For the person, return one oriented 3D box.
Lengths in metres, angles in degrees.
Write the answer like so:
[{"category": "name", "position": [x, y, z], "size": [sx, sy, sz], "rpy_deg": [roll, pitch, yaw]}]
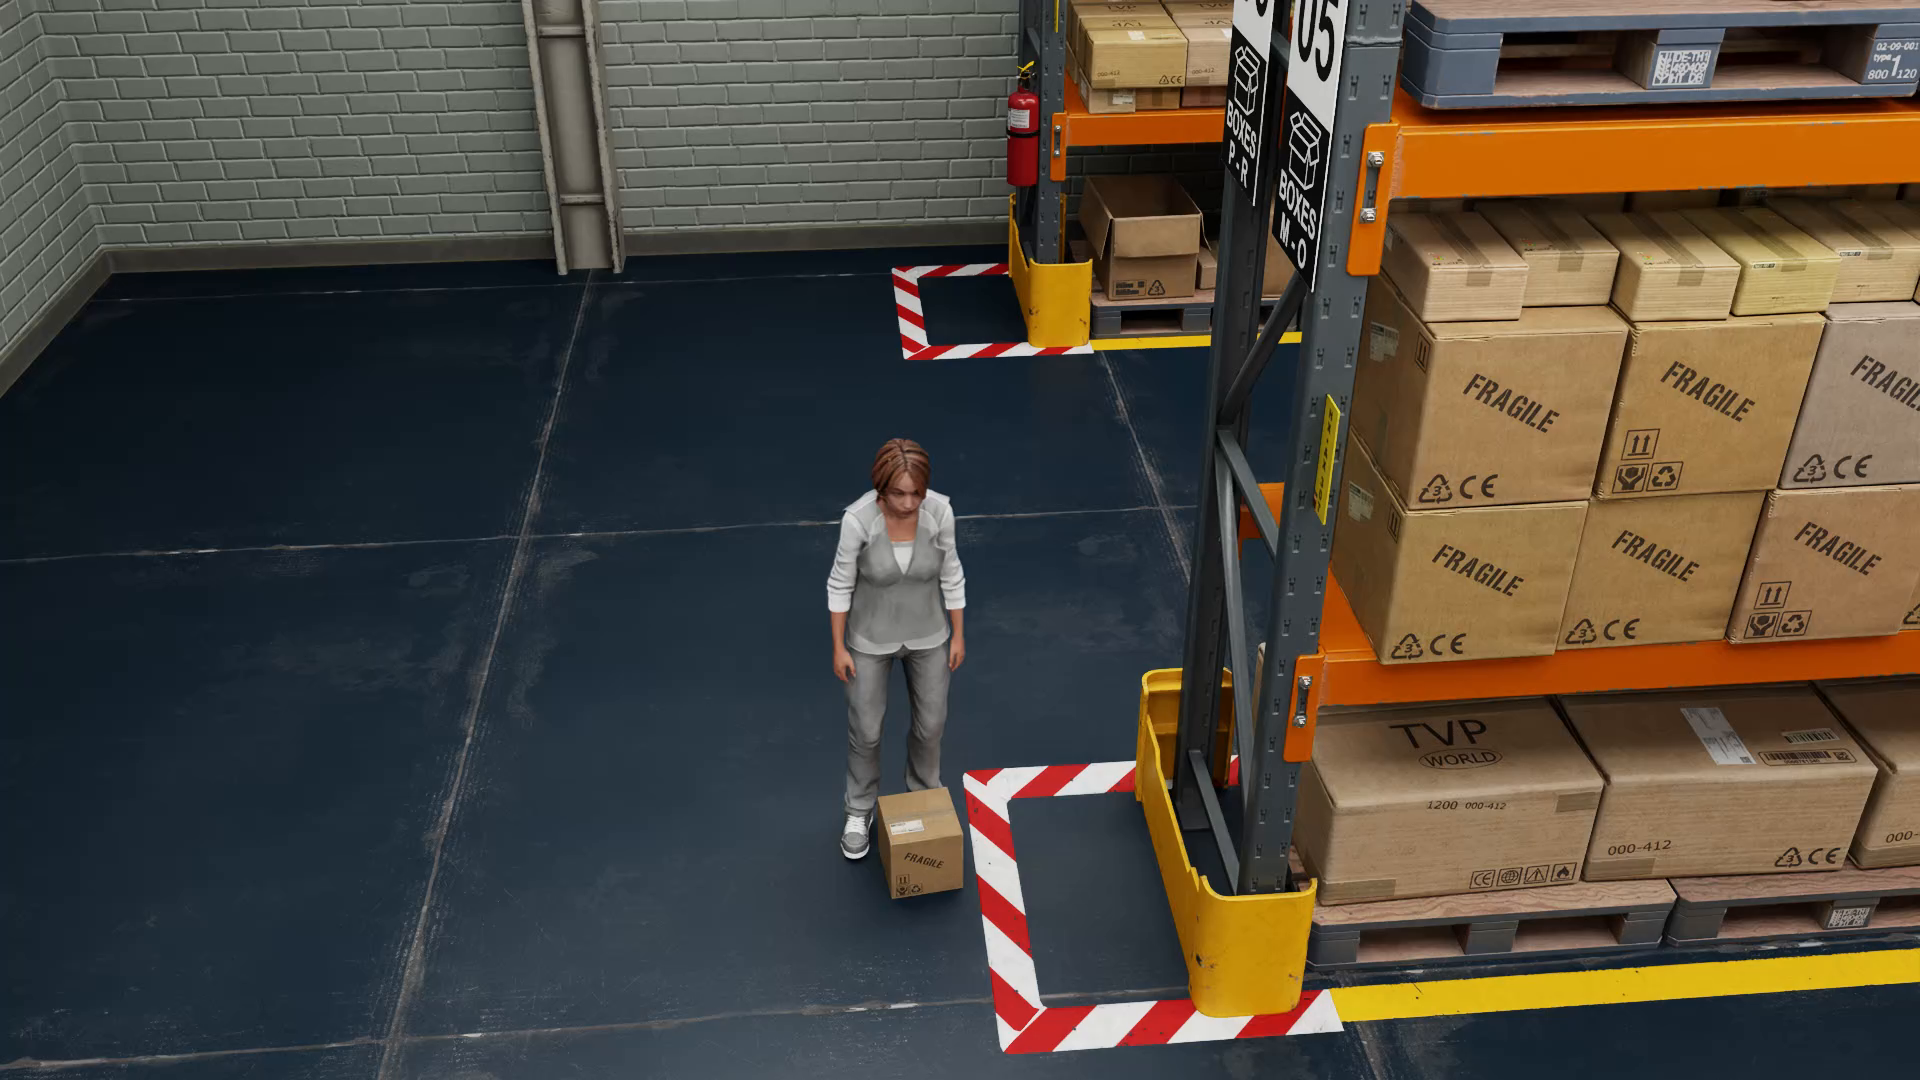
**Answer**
[{"category": "person", "position": [-0.208, 0.355, 5.577], "size": [0.468, 1.581, 0.349], "rpy_deg": [-6, 32, -10]}]
